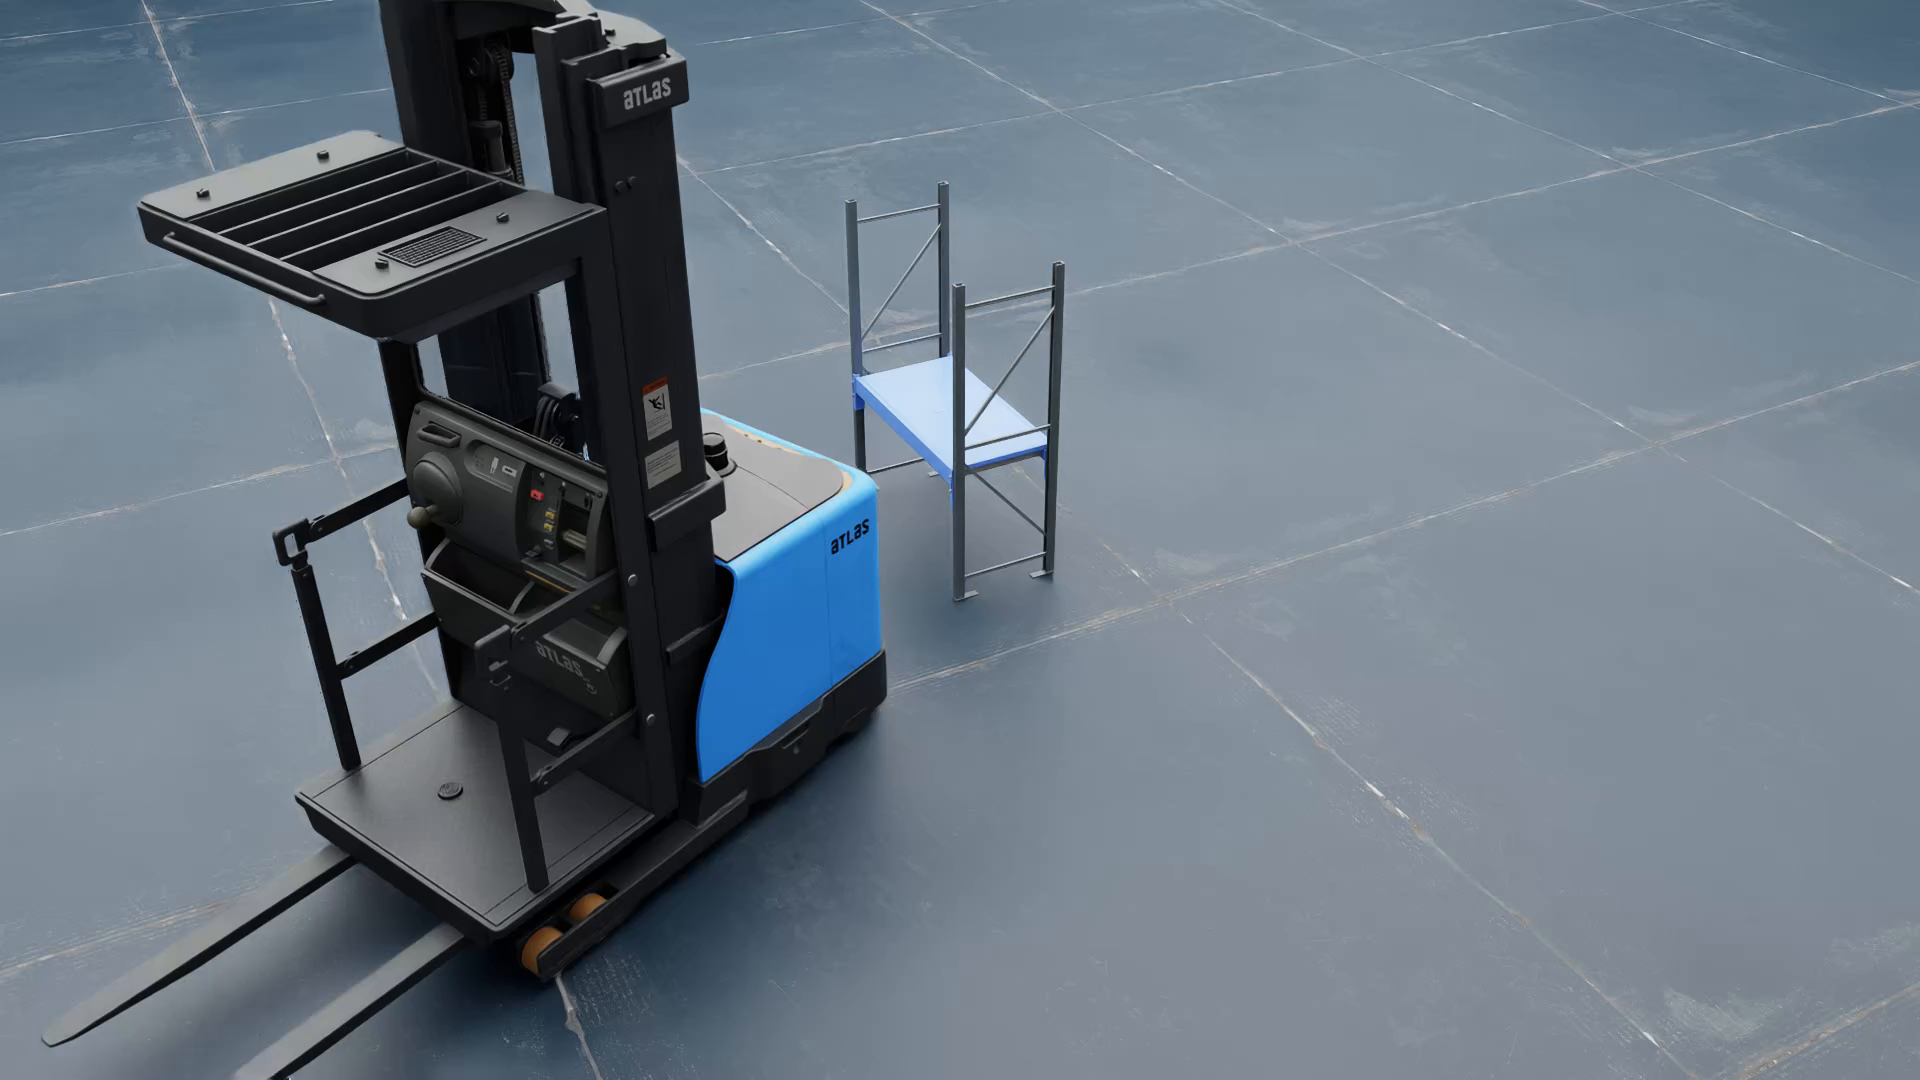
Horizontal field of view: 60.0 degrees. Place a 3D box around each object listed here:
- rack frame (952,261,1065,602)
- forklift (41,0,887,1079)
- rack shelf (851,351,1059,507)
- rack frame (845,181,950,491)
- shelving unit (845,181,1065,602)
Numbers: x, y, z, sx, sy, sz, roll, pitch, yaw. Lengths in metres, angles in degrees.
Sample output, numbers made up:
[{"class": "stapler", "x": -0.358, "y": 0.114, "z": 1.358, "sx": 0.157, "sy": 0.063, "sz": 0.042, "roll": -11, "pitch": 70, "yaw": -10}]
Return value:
[{"class": "rack frame", "x": 0.197, "y": -0.430, "z": 7.030, "sx": 0.500, "sy": 1.500, "sz": 0.032, "roll": -16, "pitch": 36, "yaw": -23}, {"class": "forklift", "x": -1.585, "y": -0.090, "z": 5.174, "sx": 1.130, "sy": 2.935, "sz": 3.031, "roll": 22, "pitch": 39, "yaw": 31}, {"class": "rack shelf", "x": -0.040, "y": -0.521, "z": 7.506, "sx": 0.538, "sy": 0.185, "sz": 1.000, "roll": -16, "pitch": 36, "yaw": -23}, {"class": "rack frame", "x": -0.277, "y": -0.915, "z": 7.788, "sx": 0.500, "sy": 1.500, "sz": 0.032, "roll": -16, "pitch": 36, "yaw": -23}, {"class": "shelving unit", "x": -0.040, "y": -0.672, "z": 7.409, "sx": 0.538, "sy": 1.500, "sz": 1.048, "roll": -16, "pitch": 36, "yaw": -23}]
